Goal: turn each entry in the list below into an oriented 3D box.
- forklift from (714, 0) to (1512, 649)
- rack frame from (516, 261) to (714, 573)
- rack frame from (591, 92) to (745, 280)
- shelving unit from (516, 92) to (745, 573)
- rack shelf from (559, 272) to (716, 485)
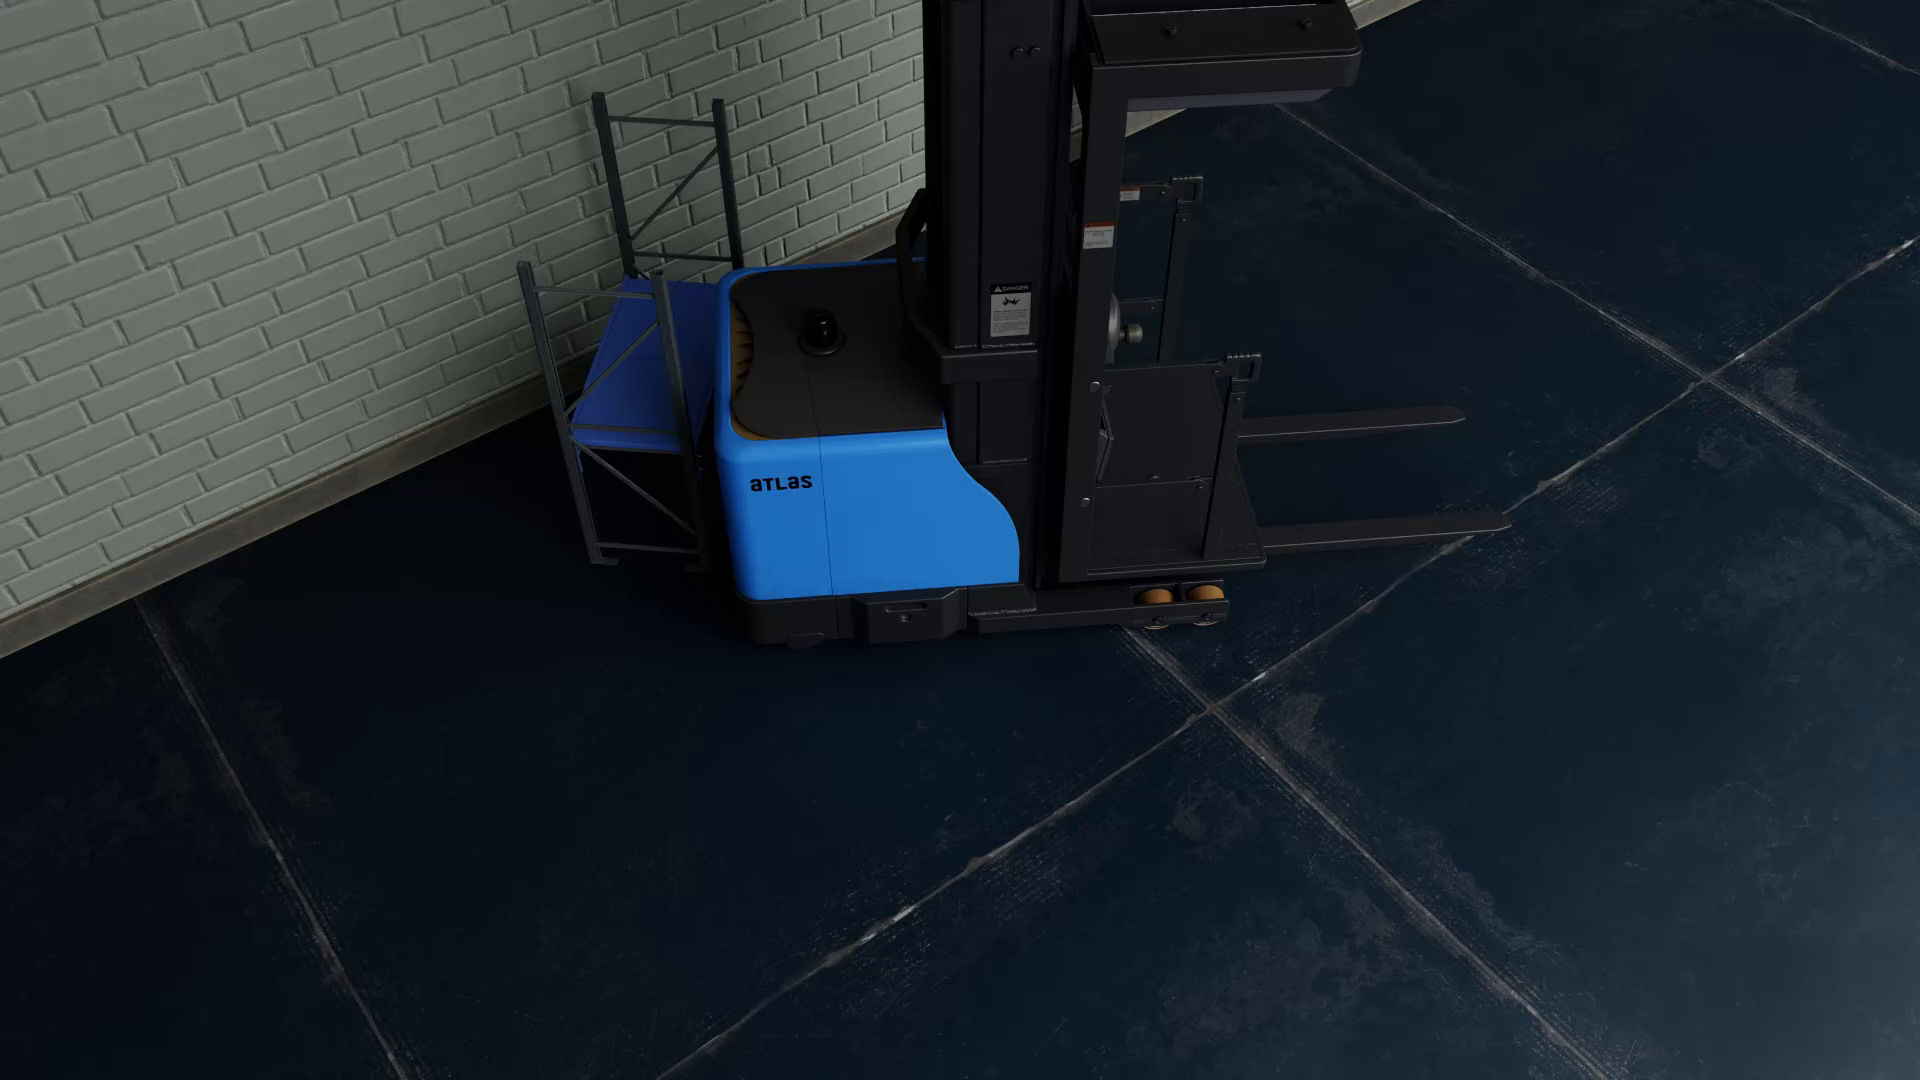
[{"bbox_3d":[0.620,-1.028,5.703,3.031,2.935,1.130,-4,48,-4],"label":"forklift"},{"bbox_3d":[-1.232,-0.403,6.102,0.500,1.500,0.032,4,48,4],"label":"rack frame"},{"bbox_3d":[-1.132,-1.153,6.781,0.500,1.500,0.032,4,48,4],"label":"rack frame"},{"bbox_3d":[-1.182,-0.778,6.442,0.538,1.500,1.048,4,48,4],"label":"shelving unit"},{"bbox_3d":[-1.182,-0.657,6.575,0.538,0.185,1.000,4,48,4],"label":"rack shelf"}]
